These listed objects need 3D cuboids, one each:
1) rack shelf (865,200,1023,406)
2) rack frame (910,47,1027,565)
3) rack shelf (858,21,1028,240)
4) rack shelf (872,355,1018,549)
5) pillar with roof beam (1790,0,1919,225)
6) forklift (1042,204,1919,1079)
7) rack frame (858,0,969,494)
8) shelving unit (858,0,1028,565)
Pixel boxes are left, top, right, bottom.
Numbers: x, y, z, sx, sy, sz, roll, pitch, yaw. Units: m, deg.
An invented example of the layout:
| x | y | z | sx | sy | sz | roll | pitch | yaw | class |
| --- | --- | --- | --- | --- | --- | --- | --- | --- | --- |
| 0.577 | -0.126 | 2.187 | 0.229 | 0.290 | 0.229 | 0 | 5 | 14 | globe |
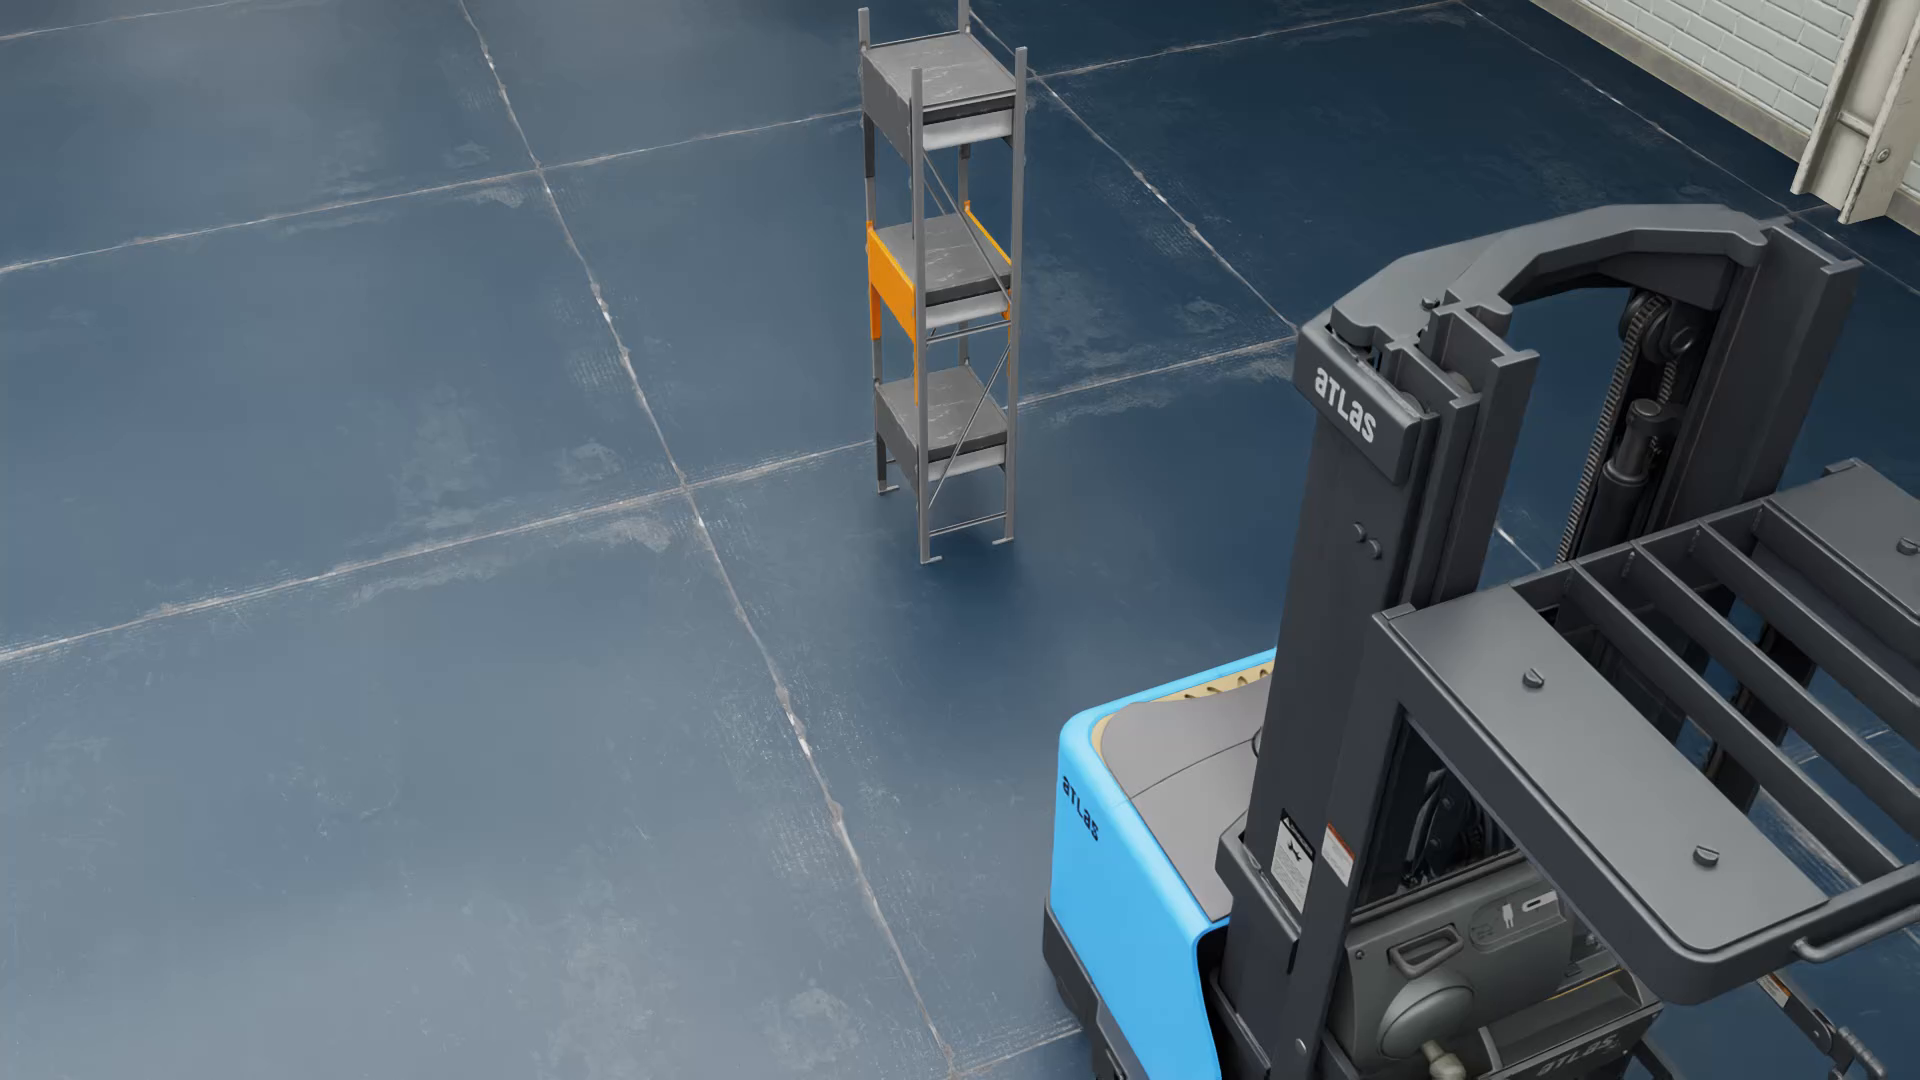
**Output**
| x | y | z | sx | sy | sz | roll | pitch | yaw | class |
| --- | --- | --- | --- | --- | --- | --- | --- | --- | --- |
| -0.063 | -0.885 | 6.190 | 0.431 | 0.518 | 0.480 | -15 | 43 | -17 | rack shelf |
| 0.030 | -0.749 | 6.010 | 0.400 | 2.100 | 0.015 | -15 | 43 | -17 | rack frame |
| -0.063 | -1.416 | 5.734 | 0.431 | 0.518 | 0.480 | -15 | 43 | -17 | rack shelf |
| -0.063 | -0.355 | 6.647 | 0.431 | 0.518 | 0.480 | -15 | 43 | -17 | rack shelf |
| 0.696 | -4.137 | 4.659 | 9.100 | 9.000 | 0.400 | -15 | 43 | -17 | pillar with roof beam |
| 1.308 | 0.945 | 3.404 | 1.130 | 2.935 | 3.031 | -16 | 43 | -18 | forklift |
| -0.157 | -1.043 | 6.352 | 0.400 | 2.100 | 0.015 | -15 | 43 | -17 | rack frame |
| -0.063 | -0.896 | 6.181 | 0.431 | 2.100 | 0.503 | -15 | 43 | -17 | shelving unit |
